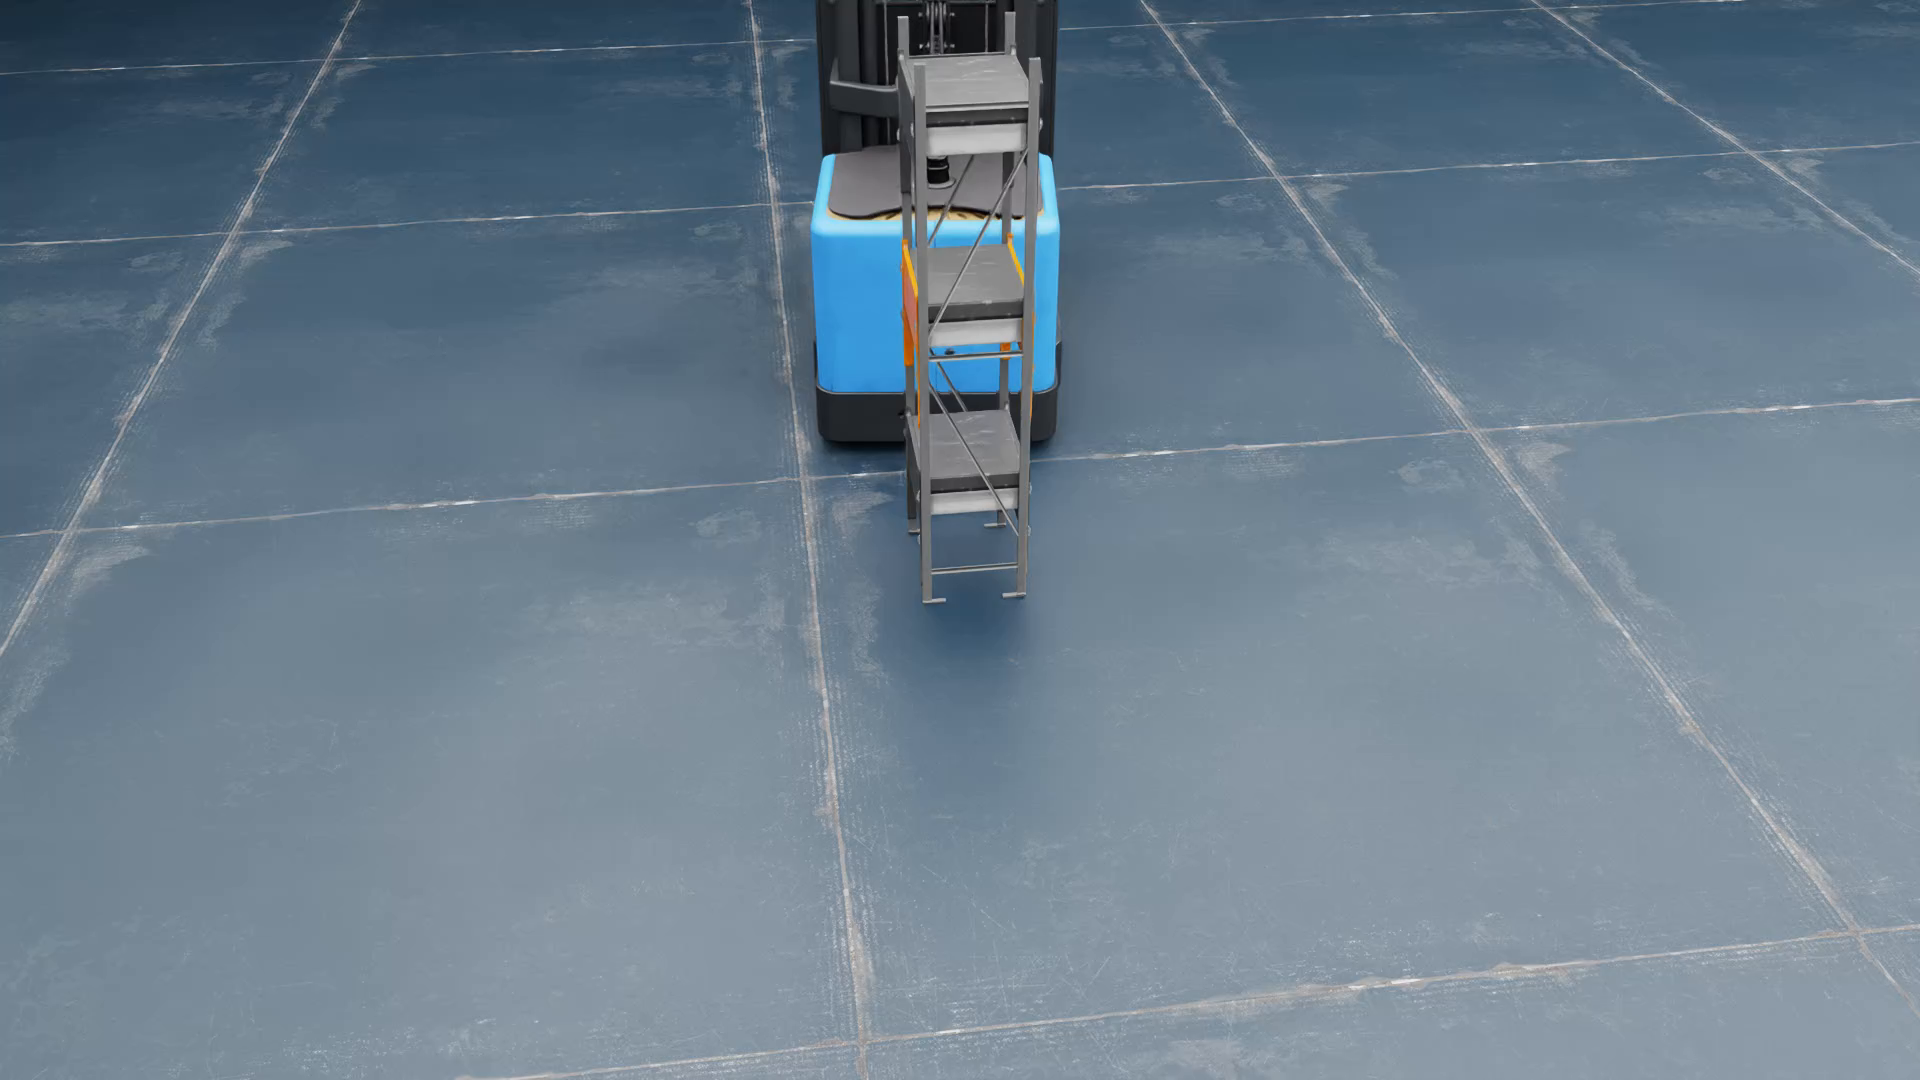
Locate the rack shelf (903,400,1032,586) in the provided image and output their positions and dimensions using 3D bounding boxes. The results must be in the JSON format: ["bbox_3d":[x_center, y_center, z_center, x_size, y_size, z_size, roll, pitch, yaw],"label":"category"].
[{"bbox_3d":[0.022,-0.186,6.425,0.431,0.518,0.480,-4,35,-6],"label":"rack shelf"}]

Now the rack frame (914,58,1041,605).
[{"bbox_3d":[0.055,-0.639,5.823,0.400,2.100,0.015,-4,35,-6],"label":"rack frame"}]

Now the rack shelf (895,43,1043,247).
[{"bbox_3d":[0.022,-1.342,5.637,0.431,0.518,0.480,-4,35,-6],"label":"rack shelf"}]

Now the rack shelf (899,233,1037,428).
[{"bbox_3d":[0.022,-0.764,6.031,0.431,0.518,0.480,-4,35,-6],"label":"rack shelf"}]

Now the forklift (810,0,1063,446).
[{"bbox_3d":[-0.104,-2.415,7.690,1.130,2.935,3.031,0,34,0],"label":"forklift"}]

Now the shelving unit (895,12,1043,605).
[{"bbox_3d":[0.022,-0.775,6.023,0.431,2.100,0.503,-4,35,-6],"label":"shelving unit"}]

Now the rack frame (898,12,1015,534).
[{"bbox_3d":[-0.011,-0.911,6.223,0.400,2.100,0.015,-4,35,-6],"label":"rack frame"}]
